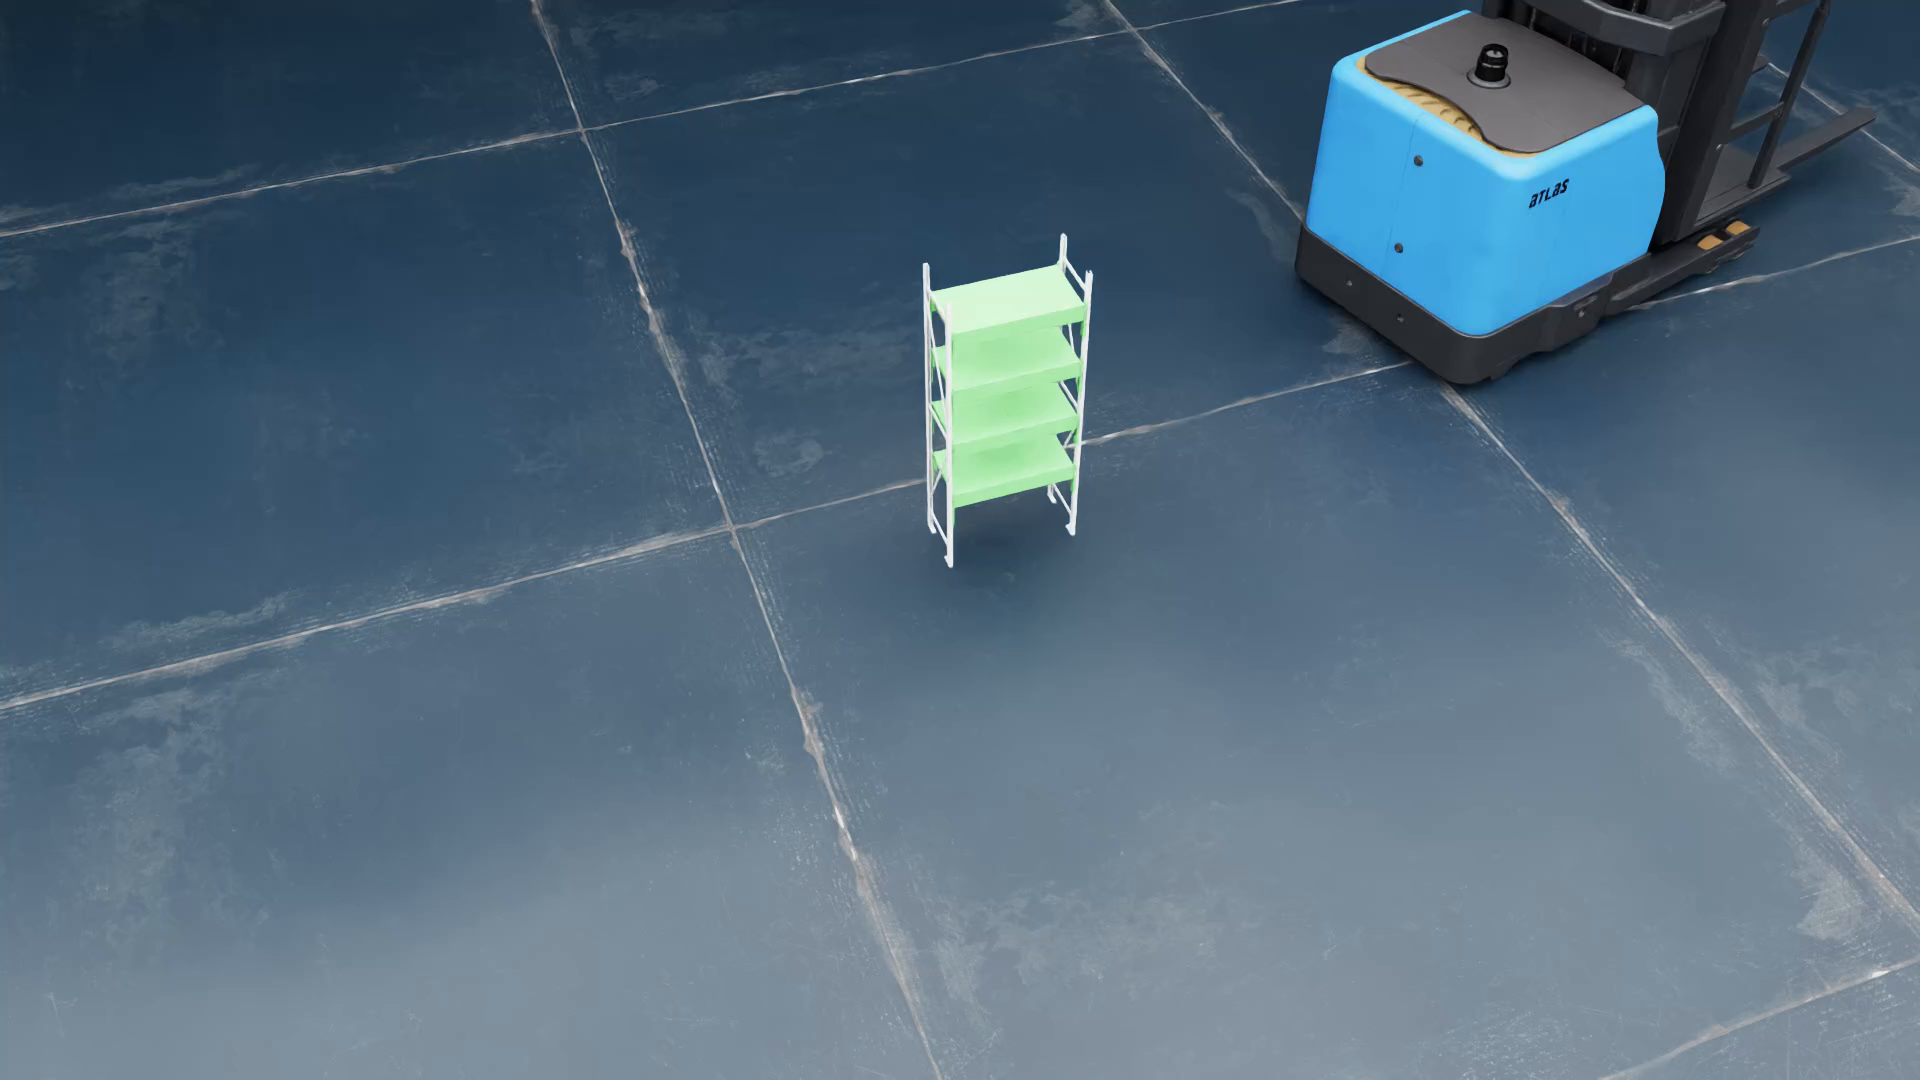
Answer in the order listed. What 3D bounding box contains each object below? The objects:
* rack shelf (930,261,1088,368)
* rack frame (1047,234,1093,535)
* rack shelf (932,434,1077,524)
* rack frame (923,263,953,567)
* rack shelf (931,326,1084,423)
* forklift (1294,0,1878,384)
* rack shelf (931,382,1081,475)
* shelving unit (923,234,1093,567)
[{"bbox_3d":[0.156,-0.757,5.570,0.480,0.148,0.258,-14,47,-14],"label":"rack shelf"},{"bbox_3d":[0.385,-0.522,5.923,0.015,1.200,0.240,-14,47,-14],"label":"rack frame"},{"bbox_3d":[0.156,-0.249,6.080,0.480,0.148,0.258,-14,47,-14],"label":"rack shelf"},{"bbox_3d":[-0.074,-0.405,5.806,0.015,1.200,0.240,-14,47,-14],"label":"rack frame"},{"bbox_3d":[0.156,-0.588,5.740,0.480,0.148,0.258,-14,47,-14],"label":"rack shelf"},{"bbox_3d":[2.976,-2.508,6.680,3.031,2.935,1.130,-26,51,-24],"label":"forklift"},{"bbox_3d":[0.156,-0.418,5.910,0.480,0.148,0.258,-14,47,-14],"label":"rack shelf"},{"bbox_3d":[0.156,-0.463,5.865,0.503,1.200,0.258,-14,47,-14],"label":"shelving unit"}]
